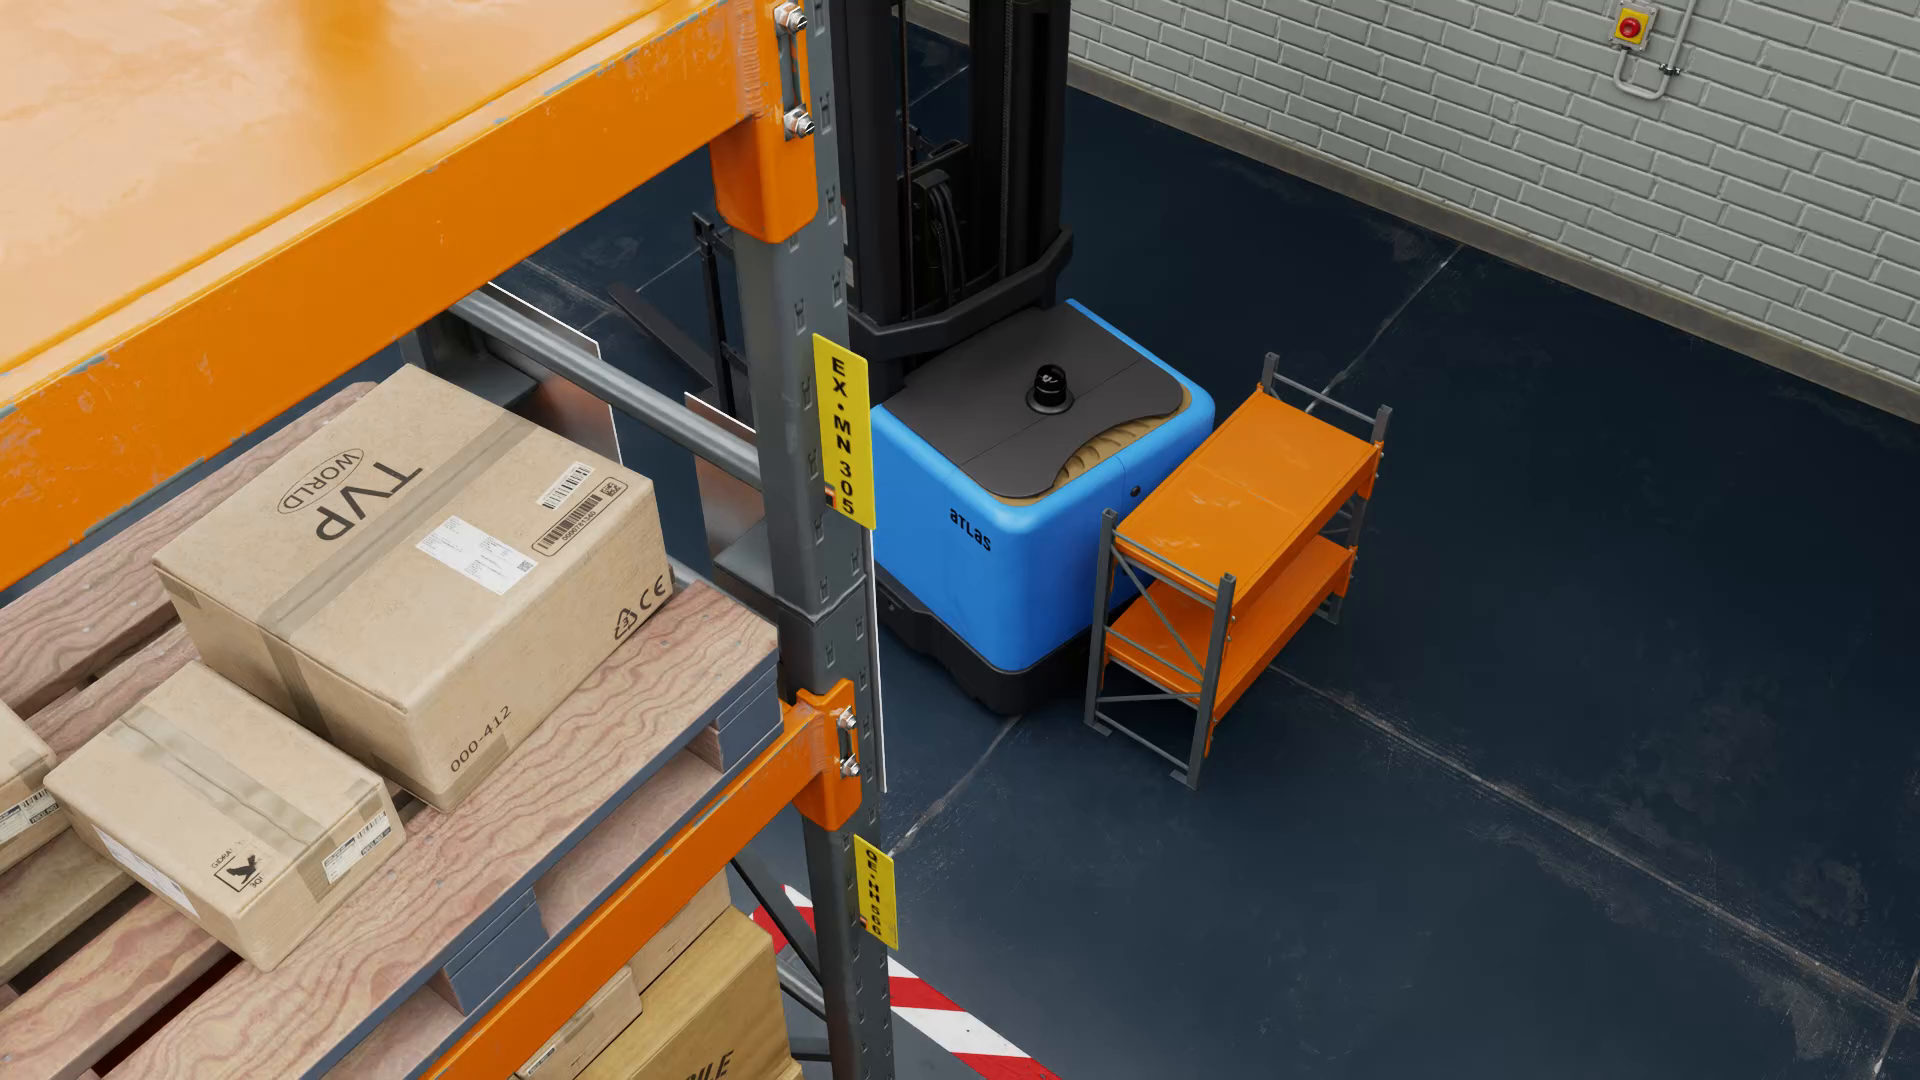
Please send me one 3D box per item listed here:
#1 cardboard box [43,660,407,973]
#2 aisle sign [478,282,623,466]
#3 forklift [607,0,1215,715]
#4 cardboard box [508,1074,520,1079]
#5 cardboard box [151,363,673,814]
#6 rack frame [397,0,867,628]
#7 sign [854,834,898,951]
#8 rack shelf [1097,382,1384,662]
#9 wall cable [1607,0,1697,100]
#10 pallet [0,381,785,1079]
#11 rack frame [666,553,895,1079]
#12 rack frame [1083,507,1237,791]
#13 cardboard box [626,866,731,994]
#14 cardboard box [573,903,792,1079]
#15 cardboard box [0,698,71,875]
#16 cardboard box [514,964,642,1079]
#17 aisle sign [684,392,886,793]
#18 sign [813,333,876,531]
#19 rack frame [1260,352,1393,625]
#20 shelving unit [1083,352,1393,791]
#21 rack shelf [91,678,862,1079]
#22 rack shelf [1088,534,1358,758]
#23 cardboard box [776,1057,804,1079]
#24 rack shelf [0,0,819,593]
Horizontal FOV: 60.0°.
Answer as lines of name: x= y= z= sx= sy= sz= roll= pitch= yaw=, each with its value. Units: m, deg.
cardboard box: x=-0.982 y=0.362 z=2.234 sx=0.380 sy=0.149 sz=0.250 roll=25 pitch=51 yaw=22
aisle sign: x=-0.771 y=-0.149 z=3.184 sx=0.394 sy=0.787 sz=0.004 roll=29 pitch=53 yaw=25
forklift: x=-0.408 y=-1.358 z=6.185 sx=1.130 sy=2.935 sz=3.031 roll=-32 pitch=54 yaw=-27
cardboard box: x=-0.873 y=0.950 z=2.724 sx=0.380 sy=0.149 sz=0.250 roll=29 pitch=53 yaw=25
cardboard box: x=-0.789 y=0.052 z=2.460 sx=0.500 sy=0.250 sz=0.500 roll=25 pitch=51 yaw=22
rack frame: x=-0.585 y=-1.153 z=1.793 sx=1.000 sy=3.000 sz=0.127 roll=29 pitch=53 yaw=25
sign: x=-0.164 y=0.685 z=3.221 sx=0.100 sy=0.325 sz=0.005 roll=29 pitch=53 yaw=25
rack shelf: x=0.987 y=-0.087 z=5.815 sx=0.538 sy=0.278 sz=1.000 roll=30 pitch=53 yaw=26
wall cable: x=2.844 y=-2.680 z=6.676 sx=0.585 sy=1.953 sz=0.123 roll=29 pitch=53 yaw=25
pallet: x=-1.030 y=0.342 z=2.500 sx=1.003 sy=0.211 sz=1.213 roll=29 pitch=53 yaw=25
rack frame: x=-0.585 y=0.919 z=3.963 sx=1.000 sy=3.000 sz=0.127 roll=29 pitch=53 yaw=25
rack frame: x=0.670 y=0.402 z=5.753 sx=0.500 sy=1.125 sz=0.032 roll=30 pitch=53 yaw=26
cardboard box: x=-0.646 y=0.609 z=3.050 sx=0.380 sy=0.149 sz=0.250 roll=30 pitch=53 yaw=25
cardboard box: x=-0.691 y=0.920 z=3.201 sx=0.500 sy=0.500 sz=0.500 roll=31 pitch=54 yaw=26
cardboard box: x=-1.432 y=0.311 z=2.283 sx=0.380 sy=0.149 sz=0.250 roll=31 pitch=54 yaw=26
cardboard box: x=-0.782 y=0.765 z=2.901 sx=0.380 sy=0.149 sz=0.250 roll=30 pitch=53 yaw=26
aisle sign: x=-0.296 y=0.117 z=2.931 sx=0.394 sy=0.787 sz=0.004 roll=29 pitch=53 yaw=25
sign: x=-0.164 y=-0.148 z=2.350 sx=0.100 sy=0.325 sz=0.005 roll=29 pitch=53 yaw=25
rack frame: x=1.305 y=-0.172 z=6.301 sx=0.500 sy=1.125 sz=0.032 roll=30 pitch=53 yaw=26
shelving unit: x=0.987 y=0.115 z=6.027 sx=0.538 sy=1.125 sz=1.048 roll=30 pitch=53 yaw=26
rack shelf: x=-1.808 y=1.276 z=2.045 sx=1.077 sy=0.370 sz=4.000 roll=29 pitch=53 yaw=25
rack shelf: x=0.987 y=0.284 z=6.204 sx=0.538 sy=0.278 sz=1.000 roll=30 pitch=53 yaw=26
cardboard box: x=-0.671 y=1.277 z=3.551 sx=0.500 sy=0.500 sz=0.500 roll=29 pitch=53 yaw=25
rack shelf: x=-1.808 y=0.378 z=1.105 sx=1.077 sy=0.370 sz=4.000 roll=29 pitch=53 yaw=25
